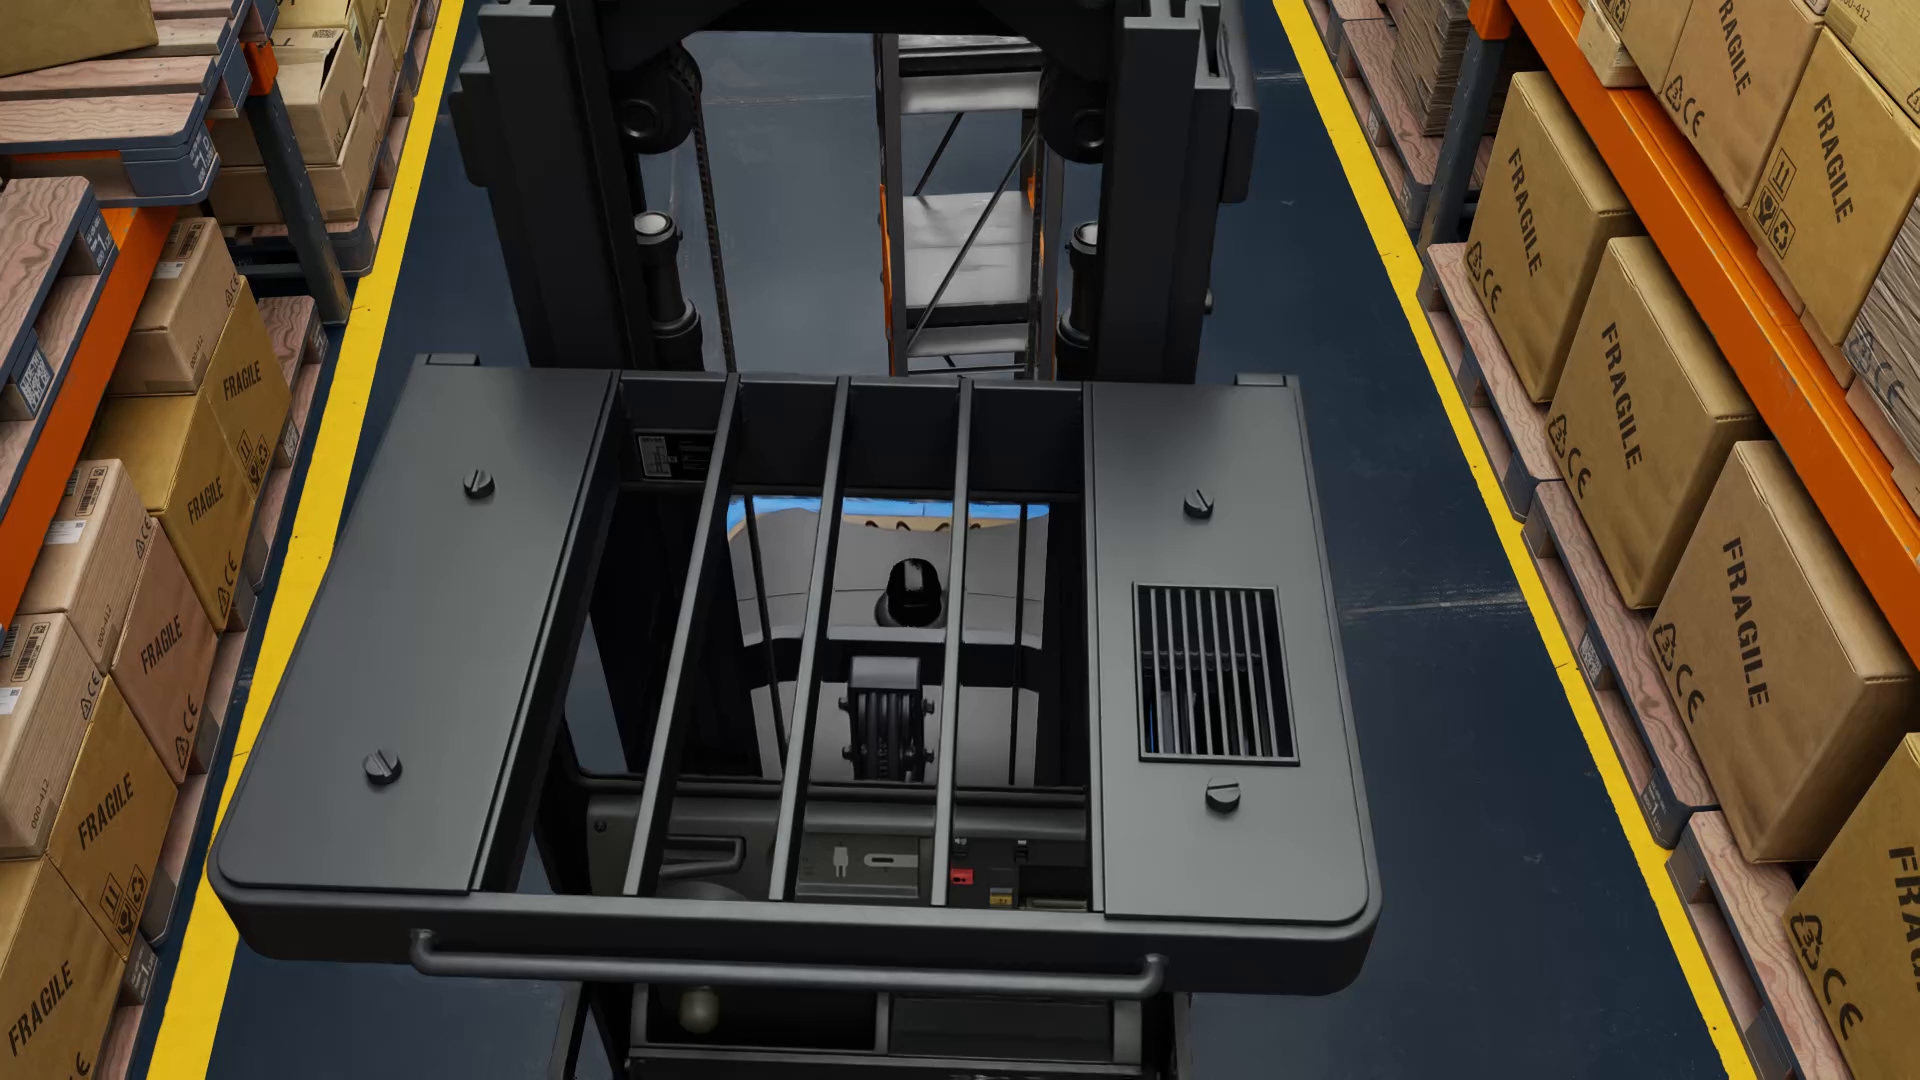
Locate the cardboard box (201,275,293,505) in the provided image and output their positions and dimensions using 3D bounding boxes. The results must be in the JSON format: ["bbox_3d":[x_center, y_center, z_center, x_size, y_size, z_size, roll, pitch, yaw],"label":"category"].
[{"bbox_3d":[-2.396,-0.444,5.023,0.500,0.500,0.500,-2,47,-2],"label":"cardboard box"}]

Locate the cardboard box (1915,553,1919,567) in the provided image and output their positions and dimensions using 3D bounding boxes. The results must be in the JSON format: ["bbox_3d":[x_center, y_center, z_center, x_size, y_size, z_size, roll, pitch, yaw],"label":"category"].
[{"bbox_3d":[2.150,0.069,3.278,0.380,0.149,0.250,-3,47,-3],"label":"cardboard box"}]

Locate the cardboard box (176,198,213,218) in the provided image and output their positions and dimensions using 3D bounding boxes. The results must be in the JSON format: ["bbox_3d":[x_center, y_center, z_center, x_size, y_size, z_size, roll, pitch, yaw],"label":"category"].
[{"bbox_3d":[-2.995,-1.379,6.095,0.500,0.250,0.500,-2,47,-2],"label":"cardboard box"}]

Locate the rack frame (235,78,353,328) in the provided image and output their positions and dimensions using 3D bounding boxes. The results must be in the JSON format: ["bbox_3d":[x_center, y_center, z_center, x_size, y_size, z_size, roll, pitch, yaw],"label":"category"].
[{"bbox_3d":[-2.708,-1.815,4.903,1.000,3.000,0.127,-3,47,-3],"label":"rack frame"}]

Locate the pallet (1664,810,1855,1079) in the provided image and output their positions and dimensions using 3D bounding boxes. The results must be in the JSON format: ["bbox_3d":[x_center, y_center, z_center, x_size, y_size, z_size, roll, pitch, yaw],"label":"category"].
[{"bbox_3d":[2.423,1.181,3.986,1.003,0.211,1.213,-3,47,-3],"label":"pallet"}]

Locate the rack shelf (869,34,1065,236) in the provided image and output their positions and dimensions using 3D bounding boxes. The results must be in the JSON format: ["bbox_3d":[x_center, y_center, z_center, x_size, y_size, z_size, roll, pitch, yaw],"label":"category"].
[{"bbox_3d":[0.014,-1.074,3.876,0.431,0.518,0.480,-3,47,-3],"label":"rack shelf"}]

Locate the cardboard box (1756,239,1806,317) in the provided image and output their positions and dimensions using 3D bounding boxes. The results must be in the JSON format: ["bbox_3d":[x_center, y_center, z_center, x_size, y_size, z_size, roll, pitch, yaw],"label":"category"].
[{"bbox_3d":[2.164,-0.677,3.985,0.380,0.149,0.250,-3,47,-3],"label":"cardboard box"}]

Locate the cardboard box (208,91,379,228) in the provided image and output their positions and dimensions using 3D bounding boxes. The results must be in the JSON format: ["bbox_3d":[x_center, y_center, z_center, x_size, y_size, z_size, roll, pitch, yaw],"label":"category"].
[{"bbox_3d":[-2.459,-1.410,6.124,0.500,0.250,0.500,-4,47,-3],"label":"cardboard box"}]

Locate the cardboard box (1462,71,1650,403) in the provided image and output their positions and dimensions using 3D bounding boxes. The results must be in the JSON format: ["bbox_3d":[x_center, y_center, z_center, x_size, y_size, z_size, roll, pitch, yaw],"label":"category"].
[{"bbox_3d":[2.159,-0.984,5.307,0.750,0.750,0.750,-4,47,-4],"label":"cardboard box"}]

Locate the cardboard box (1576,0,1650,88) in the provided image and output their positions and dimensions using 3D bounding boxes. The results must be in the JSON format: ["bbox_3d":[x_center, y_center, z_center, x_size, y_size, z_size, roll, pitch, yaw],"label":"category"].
[{"bbox_3d":[1.975,-1.406,4.675,0.380,0.149,0.250,-2,47,-2],"label":"cardboard box"}]

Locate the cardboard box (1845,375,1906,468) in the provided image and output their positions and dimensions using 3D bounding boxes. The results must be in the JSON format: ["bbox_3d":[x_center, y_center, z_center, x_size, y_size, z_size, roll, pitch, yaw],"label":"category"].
[{"bbox_3d":[2.190,-0.294,3.622,0.380,0.149,0.250,-5,47,-4],"label":"cardboard box"}]

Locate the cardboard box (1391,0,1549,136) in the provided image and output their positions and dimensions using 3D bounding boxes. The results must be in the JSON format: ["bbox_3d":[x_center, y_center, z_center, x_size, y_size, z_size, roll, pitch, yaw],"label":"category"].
[{"bbox_3d":[2.116,-1.928,6.428,0.700,0.500,0.500,-3,47,-3],"label":"cardboard box"}]

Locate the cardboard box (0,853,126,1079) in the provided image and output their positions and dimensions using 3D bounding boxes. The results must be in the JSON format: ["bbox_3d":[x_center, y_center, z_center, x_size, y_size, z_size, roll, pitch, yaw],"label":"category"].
[{"bbox_3d":[-2.227,1.038,3.620,0.500,0.500,0.500,-3,47,-3],"label":"cardboard box"}]

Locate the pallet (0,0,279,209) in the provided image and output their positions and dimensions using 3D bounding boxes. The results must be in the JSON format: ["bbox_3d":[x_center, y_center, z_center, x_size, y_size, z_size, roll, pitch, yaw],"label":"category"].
[{"bbox_3d":[-2.582,-1.262,4.512,1.213,0.211,1.003,-3,47,-3],"label":"pallet"}]

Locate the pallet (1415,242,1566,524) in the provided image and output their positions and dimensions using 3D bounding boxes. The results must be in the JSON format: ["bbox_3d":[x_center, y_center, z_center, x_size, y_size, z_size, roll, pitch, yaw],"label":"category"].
[{"bbox_3d":[2.219,-0.584,5.658,1.003,0.211,1.213,-3,47,-3],"label":"pallet"}]

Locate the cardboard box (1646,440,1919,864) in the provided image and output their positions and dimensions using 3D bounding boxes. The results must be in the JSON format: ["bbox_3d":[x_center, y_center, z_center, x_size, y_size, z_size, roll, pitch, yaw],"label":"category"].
[{"bbox_3d":[2.301,0.265,4.124,0.750,0.750,0.750,-2,47,-2],"label":"cardboard box"}]

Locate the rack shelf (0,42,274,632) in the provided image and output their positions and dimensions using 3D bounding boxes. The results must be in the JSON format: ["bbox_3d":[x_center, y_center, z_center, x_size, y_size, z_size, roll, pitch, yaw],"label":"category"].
[{"bbox_3d":[-2.541,-0.120,3.793,1.077,0.370,4.000,-3,47,-3],"label":"rack shelf"}]

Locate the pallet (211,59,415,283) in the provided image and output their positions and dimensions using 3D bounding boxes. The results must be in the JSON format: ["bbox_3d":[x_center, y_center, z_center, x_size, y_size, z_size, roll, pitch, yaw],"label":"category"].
[{"bbox_3d":[-2.738,-1.454,6.481,1.003,0.211,1.213,-3,47,-3],"label":"pallet"}]

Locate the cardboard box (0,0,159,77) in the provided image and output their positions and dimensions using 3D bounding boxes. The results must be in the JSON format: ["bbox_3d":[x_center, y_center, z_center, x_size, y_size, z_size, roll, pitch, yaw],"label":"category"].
[{"bbox_3d":[-2.543,-1.545,4.289,0.700,0.500,0.500,-18,49,-16],"label":"cardboard box"}]

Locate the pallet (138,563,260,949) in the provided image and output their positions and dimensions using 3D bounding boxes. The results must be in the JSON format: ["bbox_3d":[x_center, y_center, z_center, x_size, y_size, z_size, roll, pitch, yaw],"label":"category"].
[{"bbox_3d":[-2.584,0.567,4.567,1.003,0.211,1.213,-3,47,-3],"label":"pallet"}]

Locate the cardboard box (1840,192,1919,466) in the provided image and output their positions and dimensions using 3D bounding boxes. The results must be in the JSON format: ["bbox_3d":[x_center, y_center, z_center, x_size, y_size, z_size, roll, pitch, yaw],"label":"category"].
[{"bbox_3d":[2.187,-0.419,3.293,0.500,0.500,0.500,-3,47,-3],"label":"cardboard box"}]

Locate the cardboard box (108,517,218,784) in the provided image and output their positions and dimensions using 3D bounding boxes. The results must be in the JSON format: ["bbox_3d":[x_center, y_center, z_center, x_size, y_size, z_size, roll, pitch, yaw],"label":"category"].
[{"bbox_3d":[-2.303,0.310,4.309,0.500,0.500,0.500,-5,47,-5],"label":"cardboard box"}]

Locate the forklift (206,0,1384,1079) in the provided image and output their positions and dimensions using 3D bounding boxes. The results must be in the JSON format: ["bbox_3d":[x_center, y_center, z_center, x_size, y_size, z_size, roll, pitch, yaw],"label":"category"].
[{"bbox_3d":[-0.140,0.713,2.556,1.130,2.935,3.031,2,47,2],"label":"forklift"}]

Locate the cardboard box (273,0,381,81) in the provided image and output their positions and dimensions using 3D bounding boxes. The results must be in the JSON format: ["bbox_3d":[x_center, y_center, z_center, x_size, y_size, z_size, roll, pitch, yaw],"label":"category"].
[{"bbox_3d":[-2.512,-1.983,6.280,0.500,0.311,0.500,-5,47,-4],"label":"cardboard box"}]

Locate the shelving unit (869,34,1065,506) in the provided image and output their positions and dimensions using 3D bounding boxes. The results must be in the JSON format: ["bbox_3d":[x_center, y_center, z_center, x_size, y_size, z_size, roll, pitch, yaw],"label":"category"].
[{"bbox_3d":[0.014,-0.602,4.374,0.431,2.100,0.503,-3,47,-3],"label":"shelving unit"}]

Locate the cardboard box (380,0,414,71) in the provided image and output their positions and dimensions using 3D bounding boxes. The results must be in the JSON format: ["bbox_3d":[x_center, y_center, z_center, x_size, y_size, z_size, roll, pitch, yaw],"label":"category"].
[{"bbox_3d":[-2.552,-2.150,6.824,0.500,0.250,0.500,-5,47,-4],"label":"cardboard box"}]

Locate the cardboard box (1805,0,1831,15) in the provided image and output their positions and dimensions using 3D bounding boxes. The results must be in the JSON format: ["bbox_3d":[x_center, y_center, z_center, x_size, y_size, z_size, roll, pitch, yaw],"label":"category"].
[{"bbox_3d":[2.100,-1.425,3.730,0.500,0.250,0.500,-3,47,-3],"label":"cardboard box"}]

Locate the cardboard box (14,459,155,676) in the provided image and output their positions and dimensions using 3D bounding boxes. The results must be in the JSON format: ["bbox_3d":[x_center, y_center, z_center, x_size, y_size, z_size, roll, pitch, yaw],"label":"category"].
[{"bbox_3d":[-2.297,0.079,4.012,0.500,0.250,0.500,-4,47,-4],"label":"cardboard box"}]

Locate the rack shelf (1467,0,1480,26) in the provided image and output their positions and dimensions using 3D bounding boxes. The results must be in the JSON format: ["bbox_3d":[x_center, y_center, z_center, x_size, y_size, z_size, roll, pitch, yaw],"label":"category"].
[{"bbox_3d":[2.060,-3.318,6.822,1.077,0.370,4.000,-3,47,-3],"label":"rack shelf"}]

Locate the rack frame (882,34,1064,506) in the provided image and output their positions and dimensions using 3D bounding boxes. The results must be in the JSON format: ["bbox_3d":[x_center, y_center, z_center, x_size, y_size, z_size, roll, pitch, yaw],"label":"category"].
[{"bbox_3d":[0.034,-0.426,4.207,0.400,2.100,0.015,-3,47,-3],"label":"rack frame"}]

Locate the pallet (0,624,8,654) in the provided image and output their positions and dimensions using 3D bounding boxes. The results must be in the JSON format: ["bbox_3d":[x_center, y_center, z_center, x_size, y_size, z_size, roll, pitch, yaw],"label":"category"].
[{"bbox_3d":[-2.331,0.561,2.785,1.003,0.211,1.213,-3,47,-3],"label":"pallet"}]

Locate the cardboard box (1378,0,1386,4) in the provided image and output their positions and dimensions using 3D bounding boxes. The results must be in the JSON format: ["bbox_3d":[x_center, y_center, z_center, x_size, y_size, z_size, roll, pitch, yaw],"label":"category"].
[{"bbox_3d":[2.118,-2.665,7.127,0.700,0.500,0.500,-4,47,-4],"label":"cardboard box"}]

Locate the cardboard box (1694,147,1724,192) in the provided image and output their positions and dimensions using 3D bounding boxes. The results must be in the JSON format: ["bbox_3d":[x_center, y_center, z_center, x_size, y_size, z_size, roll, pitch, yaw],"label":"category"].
[{"bbox_3d":[2.149,-1.045,4.333,0.380,0.149,0.250,-3,47,-2],"label":"cardboard box"}]

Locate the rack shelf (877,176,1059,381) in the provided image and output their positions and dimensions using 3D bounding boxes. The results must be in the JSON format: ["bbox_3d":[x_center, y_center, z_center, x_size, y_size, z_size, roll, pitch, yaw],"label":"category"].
[{"bbox_3d":[0.014,-0.593,4.384,0.431,0.518,0.480,-3,47,-3],"label":"rack shelf"}]

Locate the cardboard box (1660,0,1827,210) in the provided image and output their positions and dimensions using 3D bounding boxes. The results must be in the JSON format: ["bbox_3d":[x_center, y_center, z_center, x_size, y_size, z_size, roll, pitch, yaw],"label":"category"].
[{"bbox_3d":[2.088,-1.156,3.992,0.500,0.500,0.500,-4,47,-3],"label":"cardboard box"}]
